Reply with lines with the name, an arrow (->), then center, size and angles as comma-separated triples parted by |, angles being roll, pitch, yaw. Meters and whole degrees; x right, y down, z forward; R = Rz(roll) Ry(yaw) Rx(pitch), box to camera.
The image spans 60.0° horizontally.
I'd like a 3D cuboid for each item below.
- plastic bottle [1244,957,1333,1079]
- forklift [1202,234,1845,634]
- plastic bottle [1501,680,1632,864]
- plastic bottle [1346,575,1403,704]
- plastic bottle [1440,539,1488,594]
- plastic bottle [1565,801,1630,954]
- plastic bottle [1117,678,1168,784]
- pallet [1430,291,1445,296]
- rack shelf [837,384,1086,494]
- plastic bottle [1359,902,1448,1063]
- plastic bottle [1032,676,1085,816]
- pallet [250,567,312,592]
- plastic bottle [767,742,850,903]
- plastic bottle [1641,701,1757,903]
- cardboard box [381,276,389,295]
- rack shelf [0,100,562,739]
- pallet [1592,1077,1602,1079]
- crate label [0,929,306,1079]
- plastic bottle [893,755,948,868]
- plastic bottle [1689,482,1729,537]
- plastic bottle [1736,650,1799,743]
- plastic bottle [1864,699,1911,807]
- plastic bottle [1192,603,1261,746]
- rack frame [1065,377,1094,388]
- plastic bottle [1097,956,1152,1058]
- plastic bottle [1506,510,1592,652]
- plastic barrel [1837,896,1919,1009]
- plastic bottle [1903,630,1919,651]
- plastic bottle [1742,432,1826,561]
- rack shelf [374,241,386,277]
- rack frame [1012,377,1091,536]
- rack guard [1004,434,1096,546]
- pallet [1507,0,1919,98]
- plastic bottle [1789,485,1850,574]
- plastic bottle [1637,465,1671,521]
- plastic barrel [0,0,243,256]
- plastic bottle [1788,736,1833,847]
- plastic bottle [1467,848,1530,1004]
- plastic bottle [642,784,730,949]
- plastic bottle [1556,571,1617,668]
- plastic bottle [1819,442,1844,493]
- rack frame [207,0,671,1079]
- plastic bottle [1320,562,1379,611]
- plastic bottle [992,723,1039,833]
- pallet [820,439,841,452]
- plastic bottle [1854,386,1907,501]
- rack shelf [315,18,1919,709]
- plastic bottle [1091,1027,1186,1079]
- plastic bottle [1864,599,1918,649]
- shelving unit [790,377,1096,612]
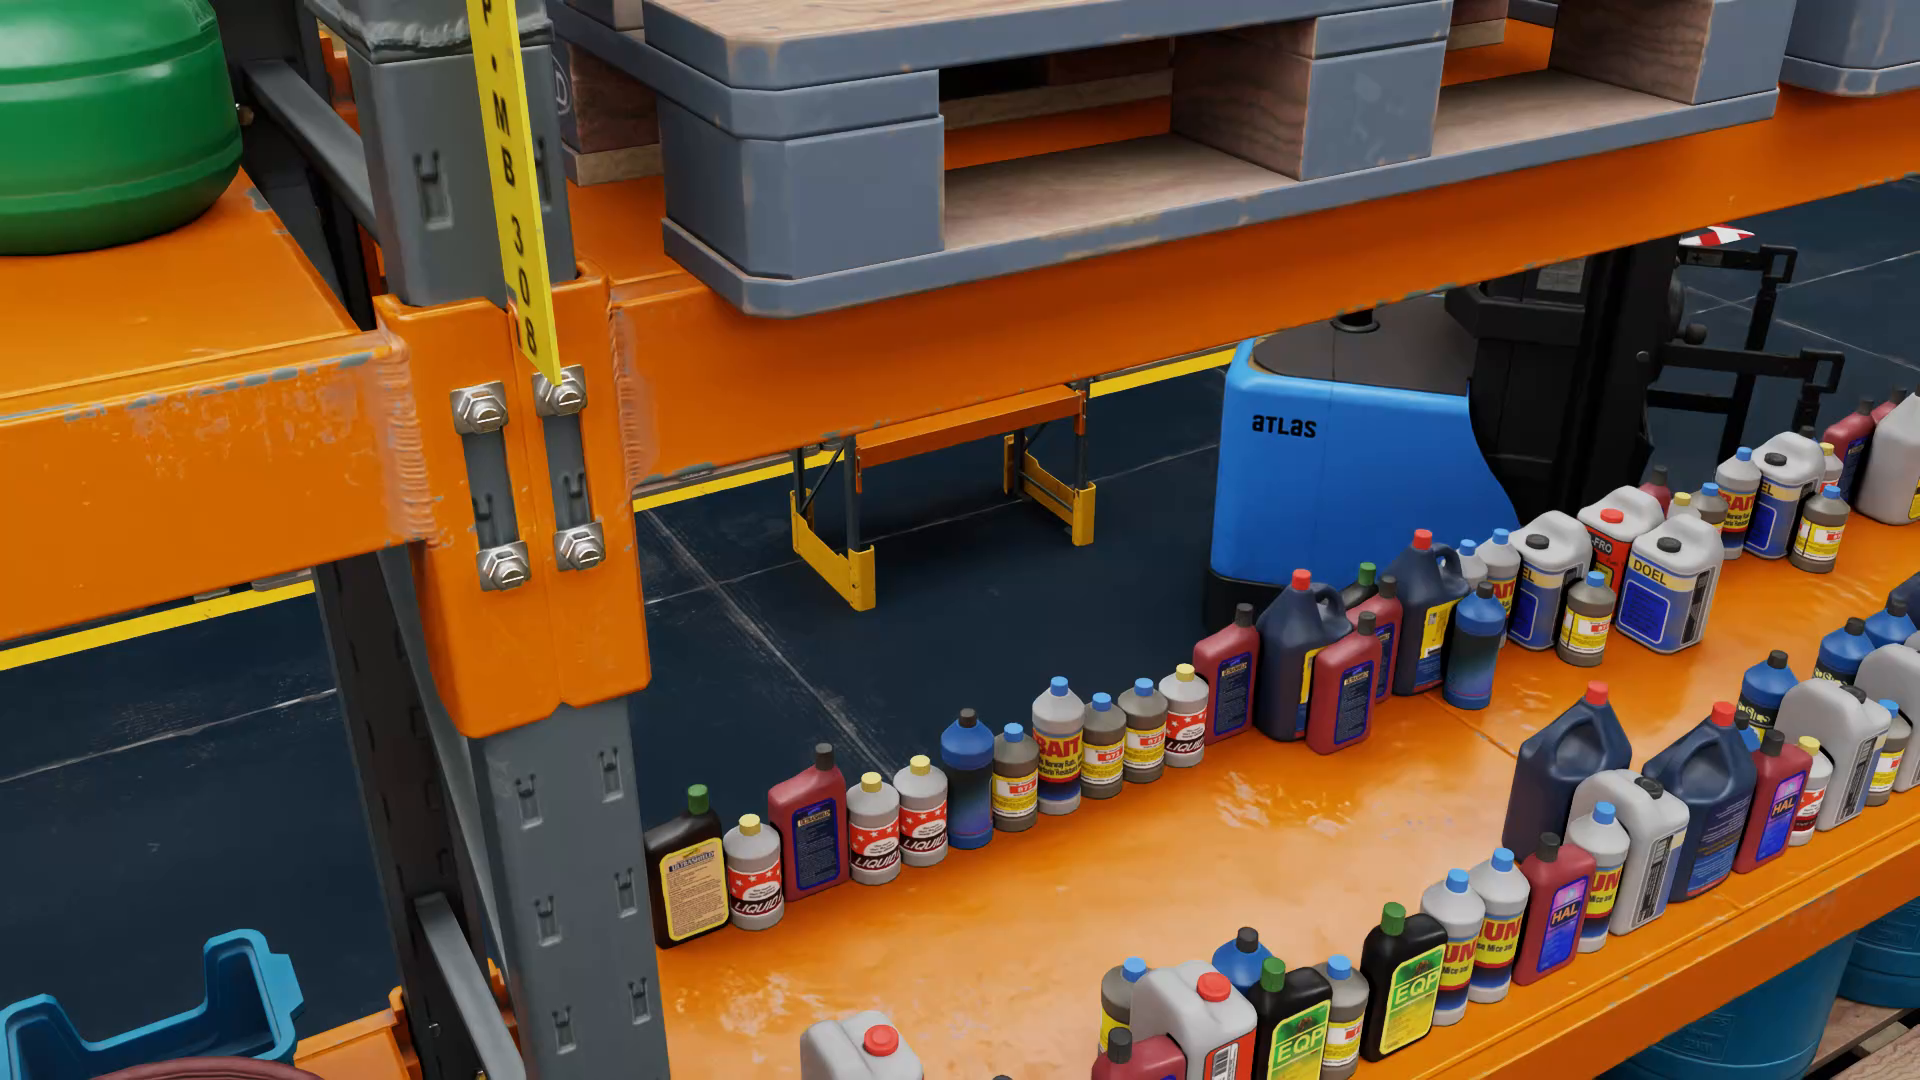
plastic bottle -> 0.480, 0.722, 2.459 | 0.133, 0.283, 0.061 | -16, 33, -26
forklift -> 2.456, -0.919, 5.383 | 3.031, 2.935, 1.130 | 8, 30, 14
plastic bottle -> 1.085, 0.412, 2.950 | 0.185, 0.351, 0.144 | -16, 33, -26
plastic bottle -> 0.829, 0.211, 3.384 | 0.133, 0.283, 0.061 | -16, 33, -26
plastic bottle -> 1.066, 0.125, 3.552 | 0.097, 0.271, 0.097 | 0, 29, 0
plastic bottle -> 1.052, 0.554, 2.774 | 0.097, 0.271, 0.097 | 0, 29, 0
plastic bottle -> 0.349, 0.359, 3.201 | 0.097, 0.201, 0.097 | 0, 29, 0
pallet -> 1.993, -1.522, 9.290 | 1.213, 0.211, 1.003 | -16, 33, -26
rack shelf -> -0.074, -0.478, 6.437 | 1.000, 0.185, 0.538 | -16, 33, -26
plastic bottle -> 0.679, 0.665, 2.561 | 0.133, 0.283, 0.061 | -16, 33, -26
plastic bottle -> 0.181, 0.376, 3.097 | 0.097, 0.271, 0.097 | 0, 29, 0
pallet -> -2.438, -0.242, 6.969 | 1.213, 0.211, 1.003 | -16, 33, -26
plastic bottle -> -0.263, 0.487, 2.884 | 0.133, 0.283, 0.061 | -16, 33, -26
plastic bottle -> 1.278, 0.442, 2.895 | 0.185, 0.351, 0.144 | -16, 33, -26
cardboard box -> -2.367, -1.064, 6.930 | 0.500, 0.250, 0.500 | -15, 32, -24
rack shelf -> -2.319, 0.260, 0.814 | 4.000, 0.370, 1.077 | -16, 33, -26
pallet -> 1.115, 1.483, 3.845 | 1.213, 0.211, 1.003 | -16, 33, -26
crate label -> -1.148, 0.789, 2.389 | 0.416, 0.233, 0.303 | -16, 33, -26
plastic bottle -> -0.070, 0.478, 2.985 | 0.097, 0.201, 0.097 | 0, 29, 0
plastic bottle -> 1.749, -0.038, 3.921 | 0.097, 0.201, 0.097 | 0, 29, 0
plastic bottle -> 1.533, 0.332, 3.176 | 0.097, 0.271, 0.097 | 0, 29, 0
plastic bottle -> 1.726, 0.393, 3.138 | 0.097, 0.201, 0.097 | 0, 29, 0
plastic bottle -> 0.523, 0.263, 3.289 | 0.133, 0.283, 0.061 | -16, 33, -26
rack frame -> 0.348, -2.275, 7.767 | 0.127, 3.000, 1.000 | -16, 33, -26
plastic bottle -> 0.262, 0.724, 2.539 | 0.097, 0.201, 0.097 | 0, 29, 0
plastic bottle -> 1.264, 0.082, 3.625 | 0.135, 0.276, 0.152 | -16, 33, -26
plastic barrel -> 2.376, 0.651, 4.204 | 0.708, 0.901, 0.600 | -16, 33, -26
plastic bottle -> 1.928, 0.288, 3.252 | 0.135, 0.276, 0.152 | -16, 33, -26
plastic bottle -> 1.947, -0.112, 3.977 | 0.135, 0.276, 0.152 | -16, 33, -26
rack shelf -> -1.376, -1.470, 7.054 | 4.000, 0.370, 1.077 | -16, 33, -26
rack frame -> 0.365, -0.760, 6.575 | 0.032, 1.500, 0.500 | -16, 33, -26
rack guard -> 0.364, -0.213, 6.877 | 0.087, 0.250, 0.587 | -16, 33, -26
pallet -> 1.251, -0.929, 2.421 | 1.213, 0.211, 1.003 | -16, 33, -26
plastic bottle -> 2.026, -0.032, 3.909 | 0.097, 0.201, 0.097 | 0, 29, 0
plastic bottle -> 1.556, -0.030, 3.820 | 0.133, 0.283, 0.061 | -16, 33, -26
plastic barrel -> -0.782, -0.395, 1.417 | 0.294, 0.245, 0.294 | 0, 29, 0
plastic bottle -> 1.526, 0.450, 3.035 | 0.097, 0.201, 0.097 | 0, 29, 0
plastic bottle -> 0.853, 0.611, 2.672 | 0.097, 0.271, 0.097 | 0, 29, 0
plastic bottle -> -0.462, 0.543, 2.782 | 0.133, 0.283, 0.061 | -16, 33, -26
plastic bottle -> 1.343, 0.162, 3.557 | 0.097, 0.201, 0.097 | 0, 29, 0
plastic bottle -> 2.117, -0.143, 4.110 | 0.097, 0.201, 0.097 | 0, 29, 0
rack frame -> -0.595, 0.769, 2.252 | 0.127, 3.000, 1.000 | -16, 33, -26
plastic bottle -> 0.798, 0.186, 3.430 | 0.133, 0.283, 0.061 | -16, 33, -26
plastic bottle -> 0.097, 0.430, 3.071 | 0.097, 0.201, 0.097 | 0, 29, 0
pallet -> -0.334, -0.839, 8.052 | 1.213, 0.211, 1.003 | -16, 33, -26
plastic bottle -> 2.322, -0.247, 4.214 | 0.133, 0.283, 0.061 | -16, 33, -26
rack shelf -> 1.130, -0.719, 2.589 | 4.000, 0.370, 1.077 | -16, 33, -26
plastic bottle -> 0.249, 0.787, 2.340 | 0.133, 0.283, 0.061 | -16, 33, -26
plastic bottle -> 1.849, 0.243, 3.339 | 0.097, 0.271, 0.097 | 0, 29, 0
shelving unit -> -0.066, -0.638, 6.354 | 1.083, 1.500, 0.587 | -16, 33, -26
